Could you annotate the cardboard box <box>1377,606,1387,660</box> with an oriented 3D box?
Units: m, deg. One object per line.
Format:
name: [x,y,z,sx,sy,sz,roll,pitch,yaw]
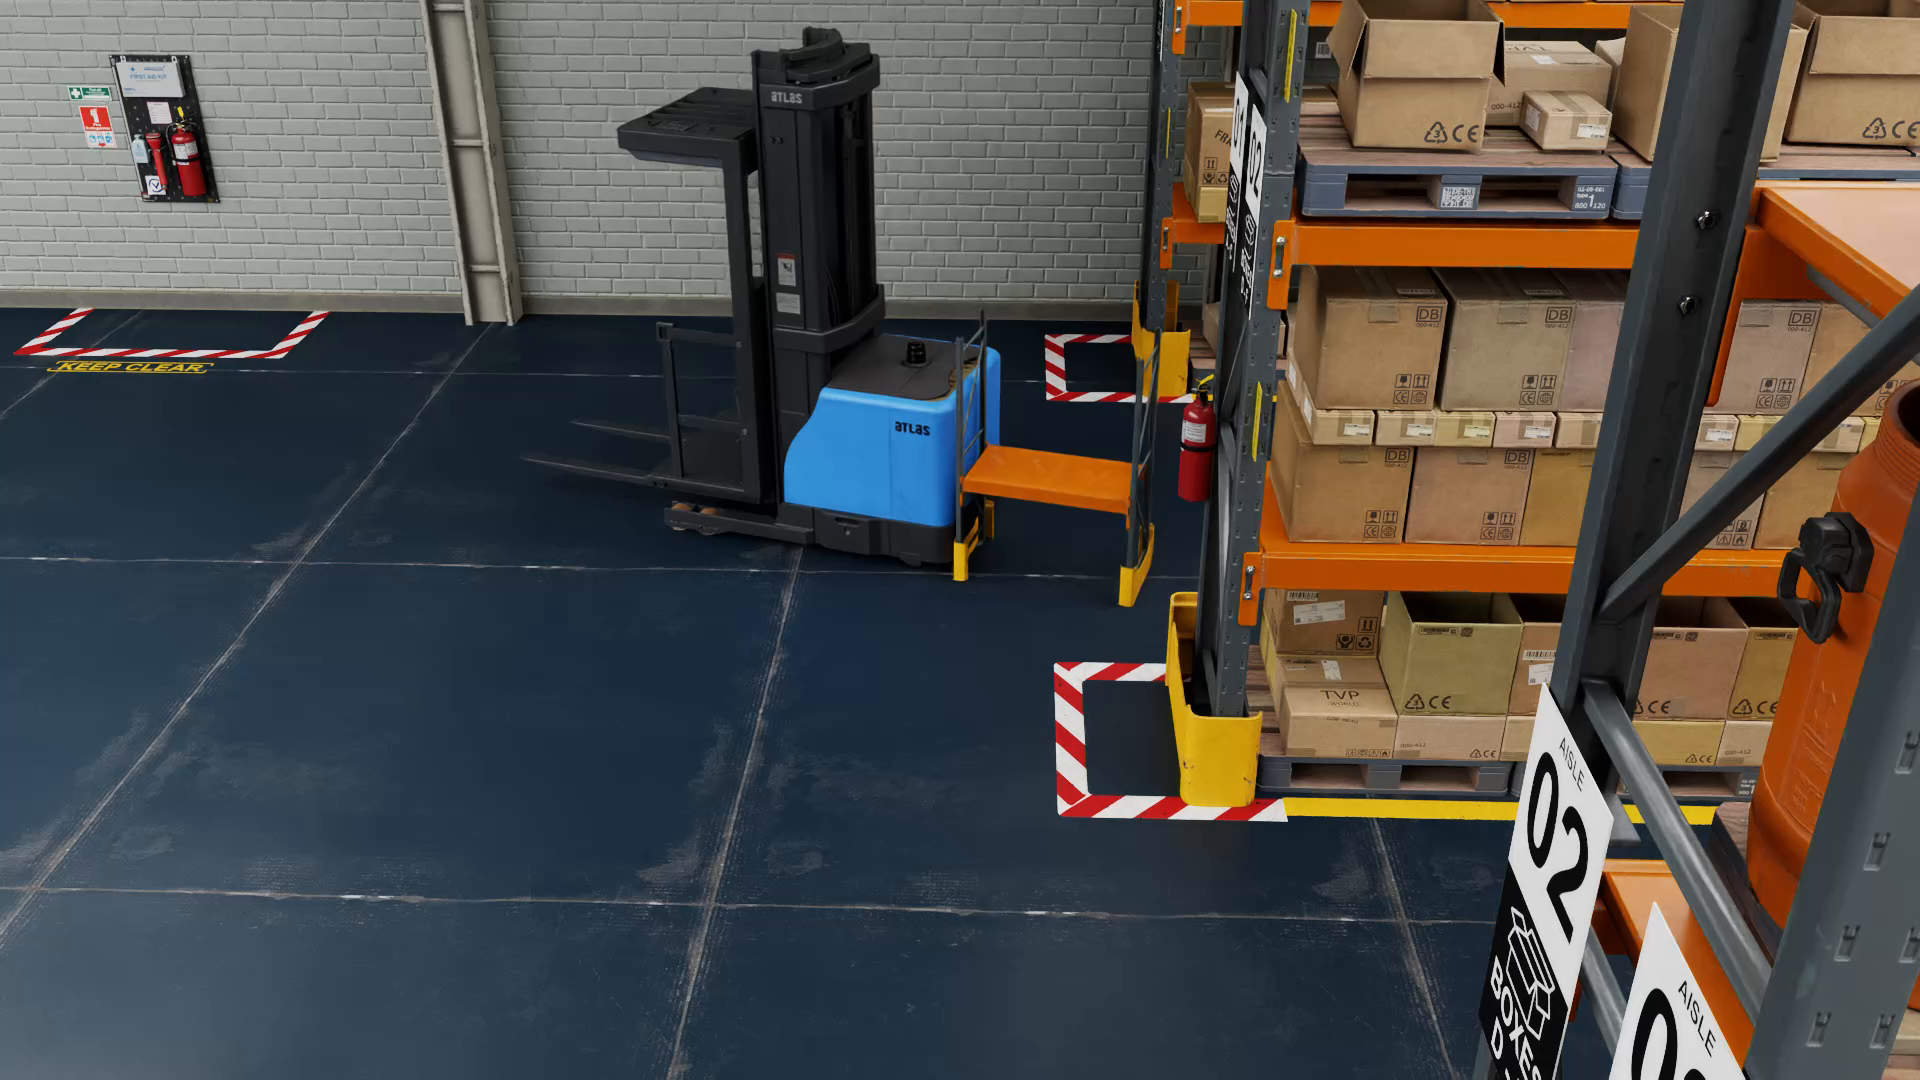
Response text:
cardboard box: [2.316,0.566,8.466,0.500,0.250,0.500,1,28,2]

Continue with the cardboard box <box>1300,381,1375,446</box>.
cardboard box: [1.654,-0.560,7.304,0.250,0.149,0.380,1,28,1]

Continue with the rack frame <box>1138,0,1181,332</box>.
rack frame: [1.441,-2.655,12.056,0.127,3.000,1.000,1,28,2]

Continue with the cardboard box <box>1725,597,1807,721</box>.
cardboard box: [3.797,0.502,7.787,0.500,0.500,0.500,1,28,2]

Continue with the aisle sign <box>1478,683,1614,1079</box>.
aisle sign: [1.030,0.693,2.964,0.004,0.787,0.394,1,28,2]

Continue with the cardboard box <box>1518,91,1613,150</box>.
cardboard box: [2.439,-1.696,6.714,0.250,0.149,0.380,1,28,2]

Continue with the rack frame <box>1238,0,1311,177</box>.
rack frame: [1.270,-2.987,6.277,0.127,3.000,1.000,1,28,2]

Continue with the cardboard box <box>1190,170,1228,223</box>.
cardboard box: [1.917,-2.441,11.791,0.500,0.250,0.500,0,28,0]

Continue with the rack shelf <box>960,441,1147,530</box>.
rack shelf: [0.552,-0.323,9.643,1.000,0.185,0.538,8,29,15]

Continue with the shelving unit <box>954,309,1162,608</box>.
shelving unit: [0.560,-0.481,9.556,1.083,1.500,0.587,8,29,15]

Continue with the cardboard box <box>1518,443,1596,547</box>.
cardboard box: [2.757,-0.349,7.600,0.500,0.500,0.700,1,28,2]

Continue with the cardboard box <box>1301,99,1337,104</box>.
cardboard box: [2.401,-2.767,11.606,0.500,0.500,0.500,1,28,2]

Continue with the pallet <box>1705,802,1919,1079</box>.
pallet: [1.914,0.800,2.538,1.213,0.211,1.003,1,28,2]

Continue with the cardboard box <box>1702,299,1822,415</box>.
cardboard box: [3.319,-0.917,7.285,0.500,0.500,0.700,1,28,2]

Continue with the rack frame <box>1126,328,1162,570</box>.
rack frame: [1.036,-0.410,9.423,0.032,1.500,0.500,8,29,15]

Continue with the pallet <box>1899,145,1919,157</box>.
pallet: [4.414,-1.558,6.879,1.213,0.211,1.003,1,28,2]

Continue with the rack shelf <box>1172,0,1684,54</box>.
rack shelf: [3.440,-3.629,11.459,4.000,0.370,1.077,1,28,2]

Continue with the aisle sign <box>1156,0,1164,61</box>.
aisle sign: [1.358,-3.664,11.184,0.004,0.787,0.394,1,28,2]

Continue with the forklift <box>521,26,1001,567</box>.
forklift: [-1.311,-1.544,10.033,3.031,2.935,1.130,9,29,17]

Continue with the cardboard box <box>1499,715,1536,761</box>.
cardboard box: [2.797,0.821,7.986,0.500,0.250,0.500,1,28,2]

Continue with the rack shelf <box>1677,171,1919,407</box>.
rack shelf: [3.090,-0.141,2.103,4.000,0.370,1.077,1,28,2]

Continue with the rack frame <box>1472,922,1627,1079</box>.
rack frame: [1.091,1.982,3.308,0.127,3.000,1.000,1,28,2]

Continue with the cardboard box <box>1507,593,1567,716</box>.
cardboard box: [2.798,0.484,7.820,0.500,0.500,0.500,1,28,2]

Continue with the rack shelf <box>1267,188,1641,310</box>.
rack shelf: [3.268,-1.311,7.085,4.000,0.370,1.077,1,28,2]

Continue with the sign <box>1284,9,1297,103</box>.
sign: [1.244,-1.823,6.266,0.005,0.325,0.100,1,28,2]

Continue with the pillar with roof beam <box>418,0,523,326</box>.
pillar with roof beam: [-3.977,-3.783,7.778,0.400,9.000,9.100,1,28,2]

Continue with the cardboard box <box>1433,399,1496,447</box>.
cardboard box: [2.167,-0.552,7.289,0.250,0.149,0.380,1,28,2]

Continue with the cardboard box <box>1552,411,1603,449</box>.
cardboard box: [2.686,-0.543,7.273,0.250,0.149,0.380,0,28,0]

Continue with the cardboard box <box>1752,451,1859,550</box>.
cardboard box: [3.795,-0.334,7.572,0.500,0.500,0.700,1,28,3]

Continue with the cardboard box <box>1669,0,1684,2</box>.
cardboard box: [4.922,-3.860,10.998,0.500,0.500,0.500,2,28,3]

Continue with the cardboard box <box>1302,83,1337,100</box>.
cardboard box: [2.422,-3.008,12.059,0.500,0.500,0.500,1,28,2]

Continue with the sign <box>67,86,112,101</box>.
sign: [-6.838,-3.509,13.063,0.331,0.109,0.001,1,28,2]

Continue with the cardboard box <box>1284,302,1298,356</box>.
cardboard box: [2.699,-1.598,12.464,0.500,0.311,0.500,3,28,6]

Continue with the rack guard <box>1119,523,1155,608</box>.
rack guard: [1.035,0.142,9.716,0.087,0.250,0.587,8,29,15]

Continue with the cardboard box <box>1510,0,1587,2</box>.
cardboard box: [3.865,-3.866,11.009,0.500,0.500,0.500,0,28,0]

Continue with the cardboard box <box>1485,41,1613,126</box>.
cardboard box: [2.430,-1.947,7.080,0.500,0.250,0.500,1,28,2]

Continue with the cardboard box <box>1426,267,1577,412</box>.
cardboard box: [2.314,-0.933,7.315,0.500,0.500,0.700,0,28,0]

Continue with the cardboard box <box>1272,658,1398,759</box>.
cardboard box: [1.798,0.806,8.014,0.500,0.250,0.500,1,28,2]

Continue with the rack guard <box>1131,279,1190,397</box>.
rack guard: [1.517,-1.549,12.639,0.348,0.500,1.175,1,28,2]

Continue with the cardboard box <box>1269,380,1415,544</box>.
cardboard box: [1.736,-0.367,7.632,0.500,0.500,0.700,1,28,2]

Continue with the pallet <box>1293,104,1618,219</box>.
pallet: [1.975,-1.599,6.955,1.213,0.211,1.003,1,28,2]

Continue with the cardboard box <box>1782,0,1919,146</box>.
cardboard box: [3.626,-1.975,6.862,0.637,0.503,0.797,4,28,7]

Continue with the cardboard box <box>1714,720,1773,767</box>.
cardboard box: [3.797,0.840,7.951,0.500,0.250,0.500,1,28,2]

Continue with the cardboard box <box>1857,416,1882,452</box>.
cardboard box: [3.971,-0.523,7.234,0.250,0.149,0.380,1,28,2]

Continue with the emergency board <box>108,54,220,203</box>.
emergency board: [-6.294,-3.206,13.096,0.643,1.169,0.194,1,28,2]

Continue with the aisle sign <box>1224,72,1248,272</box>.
aisle sign: [1.214,-1.623,7.334,0.004,0.787,0.394,1,28,2]

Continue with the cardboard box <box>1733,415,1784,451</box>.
cardboard box: [3.453,-0.530,7.247,0.250,0.149,0.380,2,28,3]

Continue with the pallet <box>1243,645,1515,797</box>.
pallet: [2.035,0.889,8.348,1.213,0.211,1.003,1,28,2]
